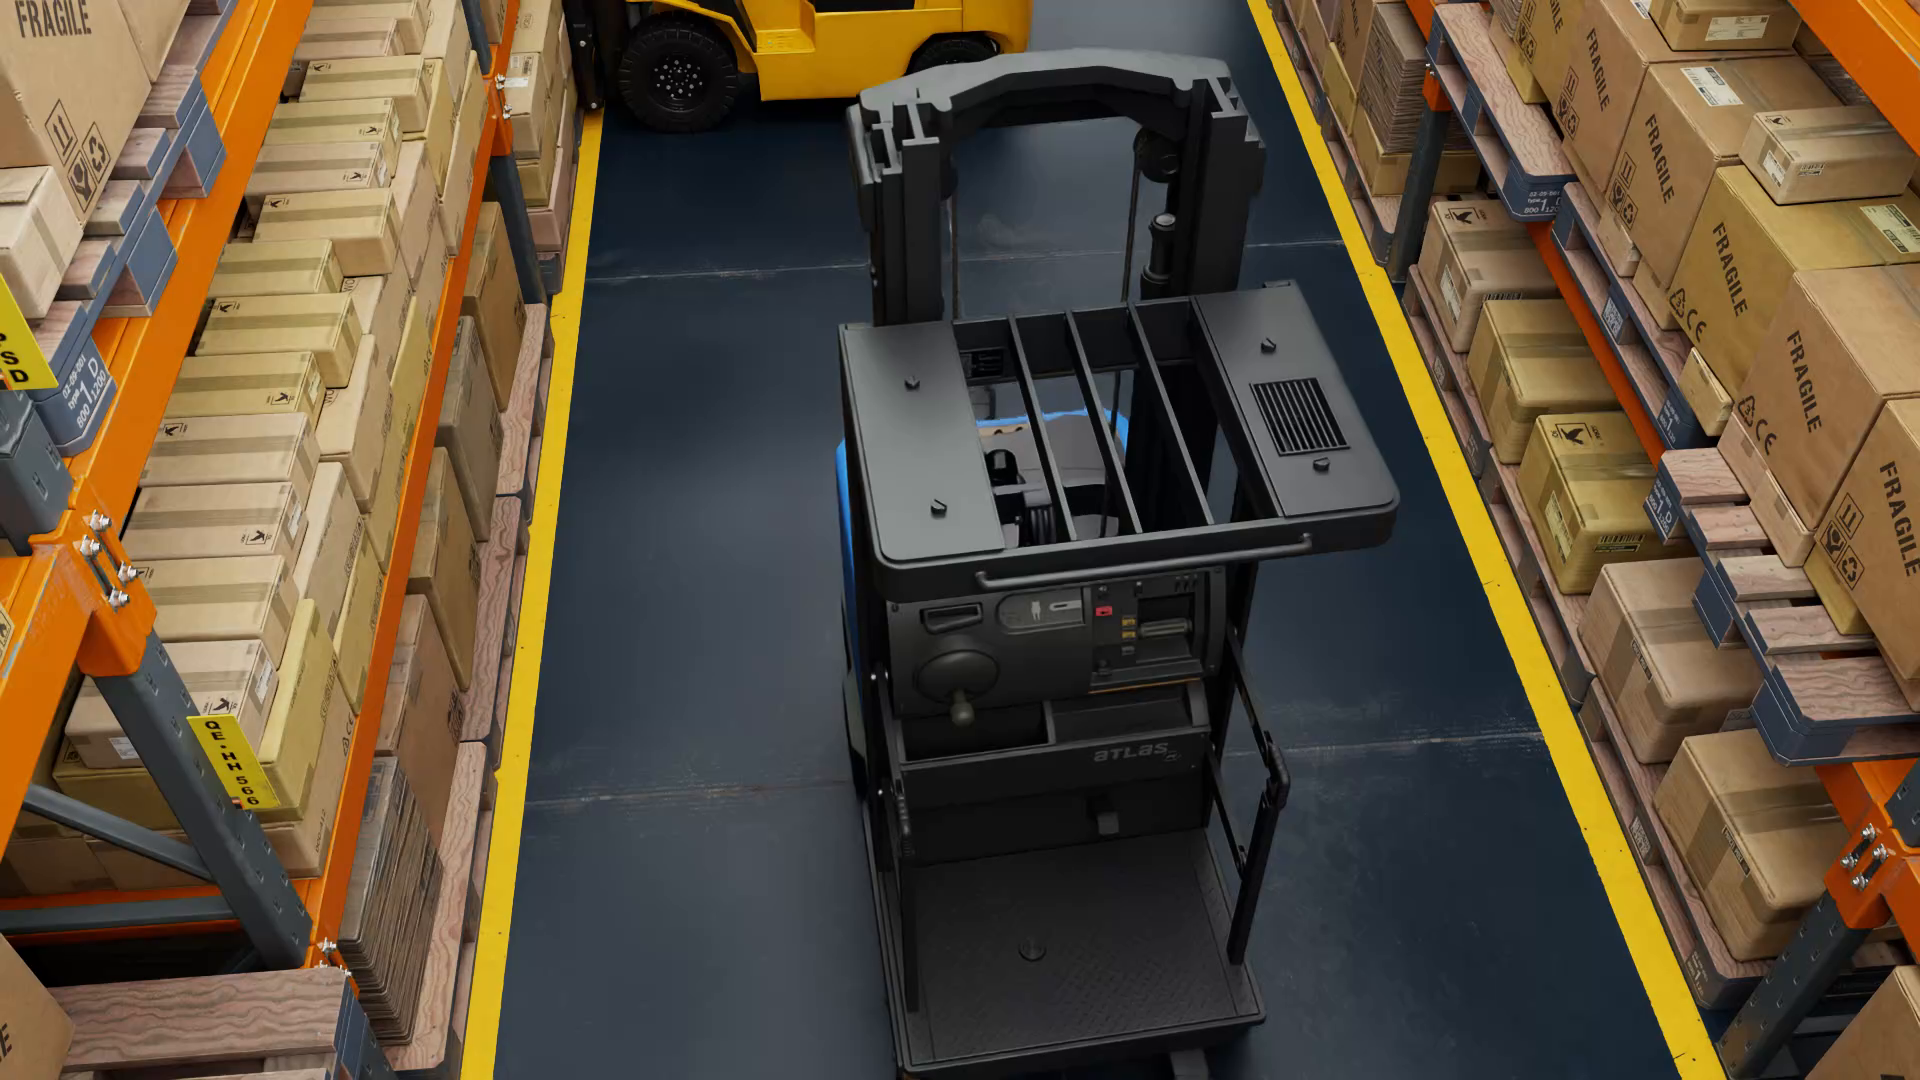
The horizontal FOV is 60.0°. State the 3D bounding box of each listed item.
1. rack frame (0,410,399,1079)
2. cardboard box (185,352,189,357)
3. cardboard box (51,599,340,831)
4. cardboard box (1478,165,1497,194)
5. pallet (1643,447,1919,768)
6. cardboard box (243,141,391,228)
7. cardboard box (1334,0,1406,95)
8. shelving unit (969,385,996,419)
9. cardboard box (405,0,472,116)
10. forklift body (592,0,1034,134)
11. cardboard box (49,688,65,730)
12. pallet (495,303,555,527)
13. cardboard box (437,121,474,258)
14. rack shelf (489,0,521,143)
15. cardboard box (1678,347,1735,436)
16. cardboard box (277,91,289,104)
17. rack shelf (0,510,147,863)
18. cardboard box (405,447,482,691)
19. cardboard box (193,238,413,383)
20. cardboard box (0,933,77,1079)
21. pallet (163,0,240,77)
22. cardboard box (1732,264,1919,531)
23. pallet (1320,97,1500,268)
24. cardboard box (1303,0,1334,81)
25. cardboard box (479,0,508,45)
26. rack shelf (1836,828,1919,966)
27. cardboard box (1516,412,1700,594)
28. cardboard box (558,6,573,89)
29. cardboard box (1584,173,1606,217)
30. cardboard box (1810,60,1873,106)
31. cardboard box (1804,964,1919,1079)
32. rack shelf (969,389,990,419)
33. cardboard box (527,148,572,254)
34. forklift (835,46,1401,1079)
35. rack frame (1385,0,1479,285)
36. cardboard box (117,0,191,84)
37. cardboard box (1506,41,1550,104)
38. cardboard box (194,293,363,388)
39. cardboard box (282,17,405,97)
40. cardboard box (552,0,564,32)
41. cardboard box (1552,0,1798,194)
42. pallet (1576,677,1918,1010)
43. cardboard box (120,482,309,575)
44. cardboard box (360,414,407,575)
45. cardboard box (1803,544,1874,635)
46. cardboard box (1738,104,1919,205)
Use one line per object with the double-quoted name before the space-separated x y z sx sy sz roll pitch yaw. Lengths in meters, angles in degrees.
"rack frame" -2.067 0.881 3.850 1.000 3.000 0.127 -3 47 -3
"cardboard box" -2.465 -0.280 4.708 0.500 0.250 0.500 -4 47 -4
"cardboard box" -1.836 0.423 4.042 0.500 0.250 0.500 -4 47 -3
"cardboard box" 2.764 -1.960 8.145 0.500 0.250 0.500 -5 47 -5
"pallet" 2.713 0.133 4.690 1.213 0.211 1.003 -3 47 -3
"cardboard box" -2.015 -1.114 5.224 0.380 0.149 0.250 -3 47 -3
"cardboard box" 2.183 -2.554 8.191 0.500 0.500 0.500 -3 47 -3
"shelving unit" 0.001 -0.304 6.418 0.258 0.900 0.210 -3 47 -3
"cardboard box" -2.106 -1.794 6.142 0.500 0.250 0.500 -4 47 -4
"forklift body" -0.760 -3.354 8.446 2.313 2.155 1.214 -3 47 -3
"cardboard box" -2.296 0.400 3.789 0.380 0.149 0.250 -2 47 -2
"pallet" -2.301 -0.524 7.101 1.003 0.211 1.213 -3 47 -3
"cardboard box" -2.051 -1.250 5.971 0.500 0.250 0.500 -4 47 -4
"rack shelf" -2.569 -3.213 8.222 1.077 0.370 4.000 -3 47 -3
"cardboard box" 2.407 -0.455 4.998 0.380 0.149 0.250 -3 47 -3
"cardboard box" -2.583 -1.387 5.756 0.500 0.250 0.500 -4 47 -4
"rack shelf" -1.899 1.544 1.652 1.077 0.370 4.000 -3 47 -3
"cardboard box" -2.225 0.141 5.896 0.875 0.625 0.625 -5 47 -5
"cardboard box" -1.995 -0.686 5.092 0.500 0.250 0.500 -3 47 -3
"cardboard box" -2.179 1.084 3.300 0.500 0.500 0.500 -2 47 -1
"pallet" -2.309 -1.380 4.055 1.003 0.211 1.213 -2 47 -1
"cardboard box" 2.510 -0.390 4.491 0.500 0.500 0.500 -4 47 -4
"pallet" 2.453 -1.843 8.350 1.003 0.211 1.213 -3 47 -3
"cardboard box" 2.134 -2.681 8.828 0.500 0.250 0.500 -3 47 -3
"cardboard box" -2.179 -2.385 6.874 0.500 0.500 0.500 -5 47 -4
"rack shelf" 3.047 2.271 3.029 1.077 0.370 4.000 -3 47 -3
"cardboard box" 2.714 -0.156 6.353 0.950 0.372 0.625 -2 47 -2
"cardboard box" -2.209 -2.482 8.295 0.500 0.250 0.500 -4 47 -4
"cardboard box" 2.386 -1.207 5.711 0.380 0.149 0.250 -3 47 -3
"cardboard box" 2.936 -1.167 5.226 0.500 0.500 0.500 -5 47 -5
"cardboard box" 2.854 1.667 4.279 0.875 0.875 0.875 -4 47 -4
"rack shelf" 0.001 -0.466 6.246 0.258 0.077 0.200 -3 47 -3
"cardboard box" -2.112 -1.582 7.787 0.500 0.250 0.500 -3 47 -3
"forklift" 0.302 0.373 4.378 1.130 2.935 3.031 -7 47 -6
"rack frame" 2.544 -2.318 6.879 1.000 3.000 0.127 -3 47 -3
"cardboard box" -2.026 -1.262 3.386 0.700 0.500 0.500 -4 47 -4
"cardboard box" 2.288 -1.775 6.249 0.380 0.149 0.250 -3 47 -2
"cardboard box" -1.918 -0.558 4.697 0.380 0.149 0.250 -3 47 -2
"cardboard box" -2.144 -1.671 5.751 0.380 0.149 0.250 -4 47 -3
"cardboard box" -2.215 -2.655 8.114 0.500 0.250 0.500 -2 47 -2
"cardboard box" 2.368 -1.521 5.562 0.500 0.500 0.500 -4 47 -4
"pallet" 2.815 0.970 5.686 1.003 0.211 1.213 -3 47 -3
"cardboard box" -1.871 -0.003 4.171 0.380 0.149 0.250 -2 47 -2
"cardboard box" -1.948 -0.140 4.920 0.500 0.250 0.500 -5 47 -5
"cardboard box" 2.523 0.106 4.468 0.380 0.149 0.250 -3 47 -3
"cardboard box" 2.461 -1.094 4.711 0.380 0.149 0.250 -6 47 -5
